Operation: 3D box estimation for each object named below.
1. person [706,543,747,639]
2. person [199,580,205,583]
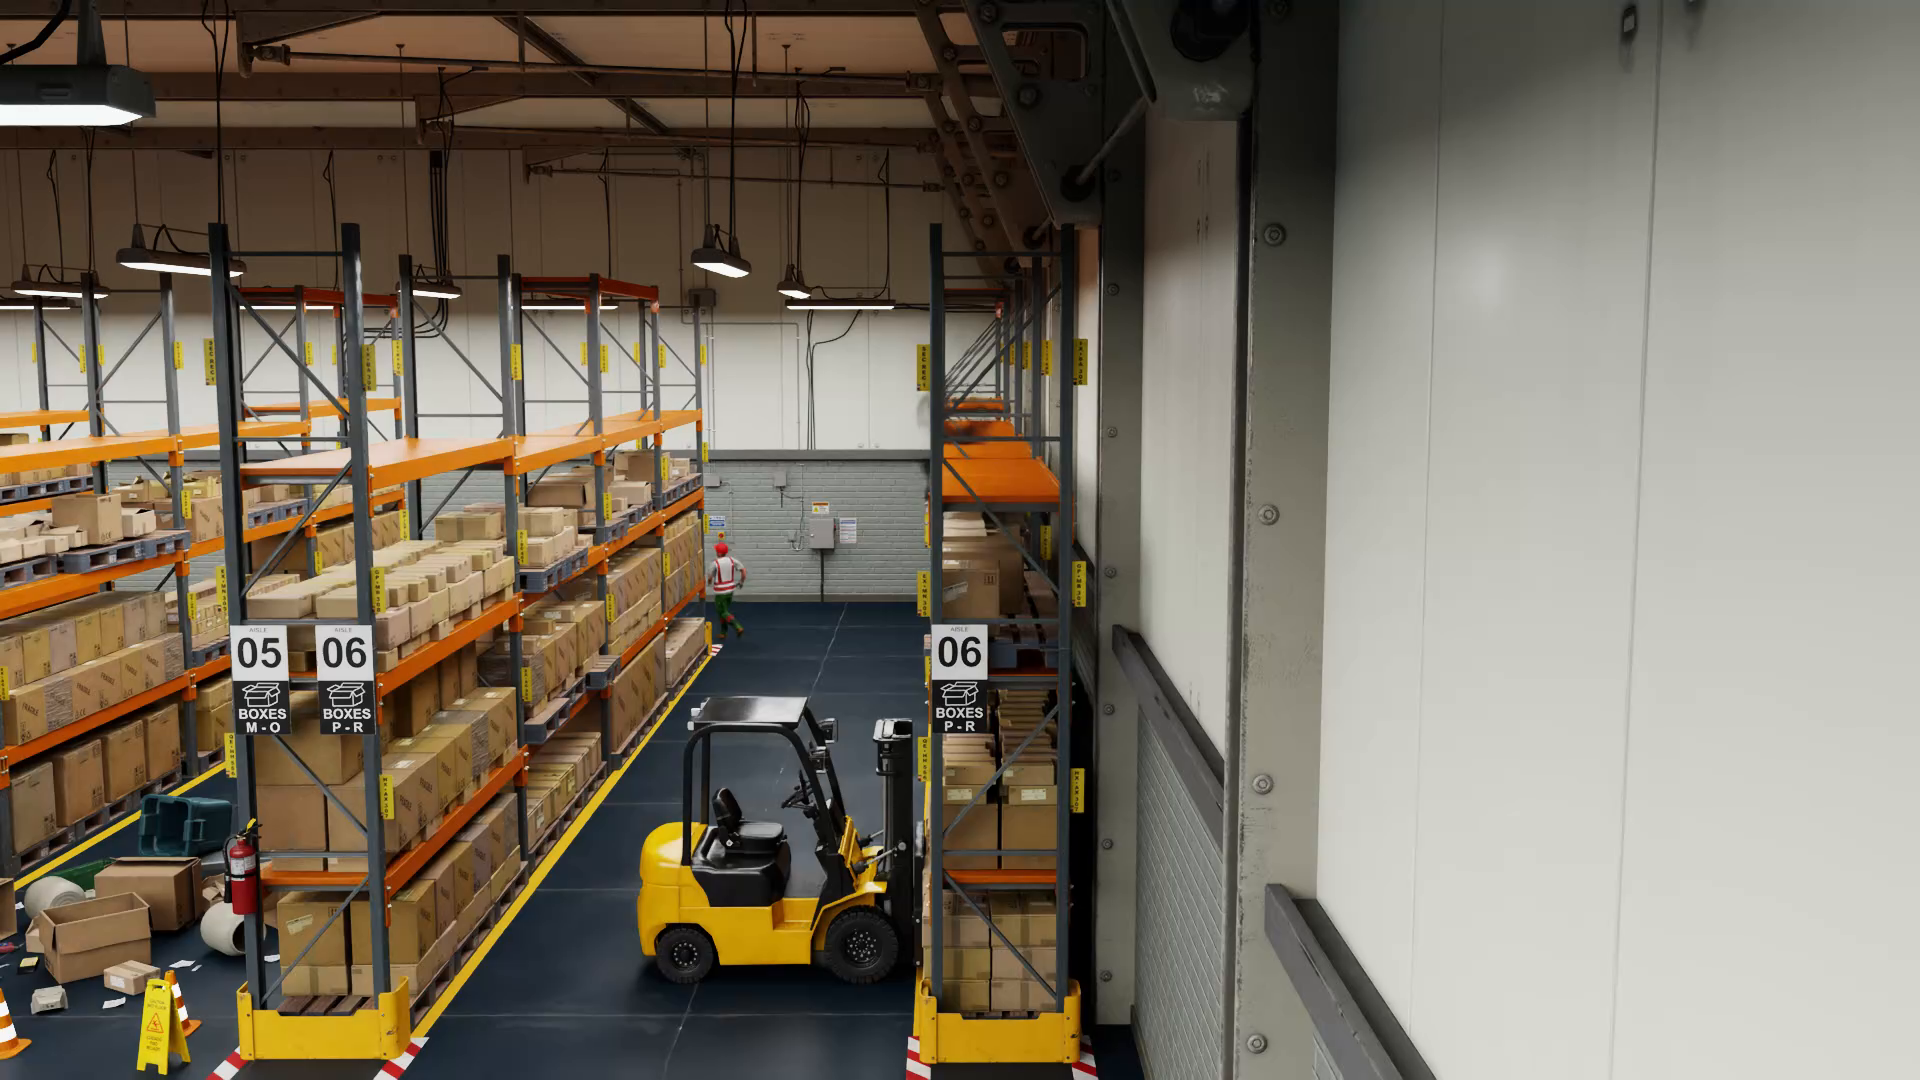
[{"bbox_3d":[-4.136,0.908,28.999,0.716,1.767,0.822,-6,9,-42],"label":"person"},{"bbox_3d":[-11.481,1.413,25.573,0.679,1.646,0.889,1,7,5],"label":"person"}]
